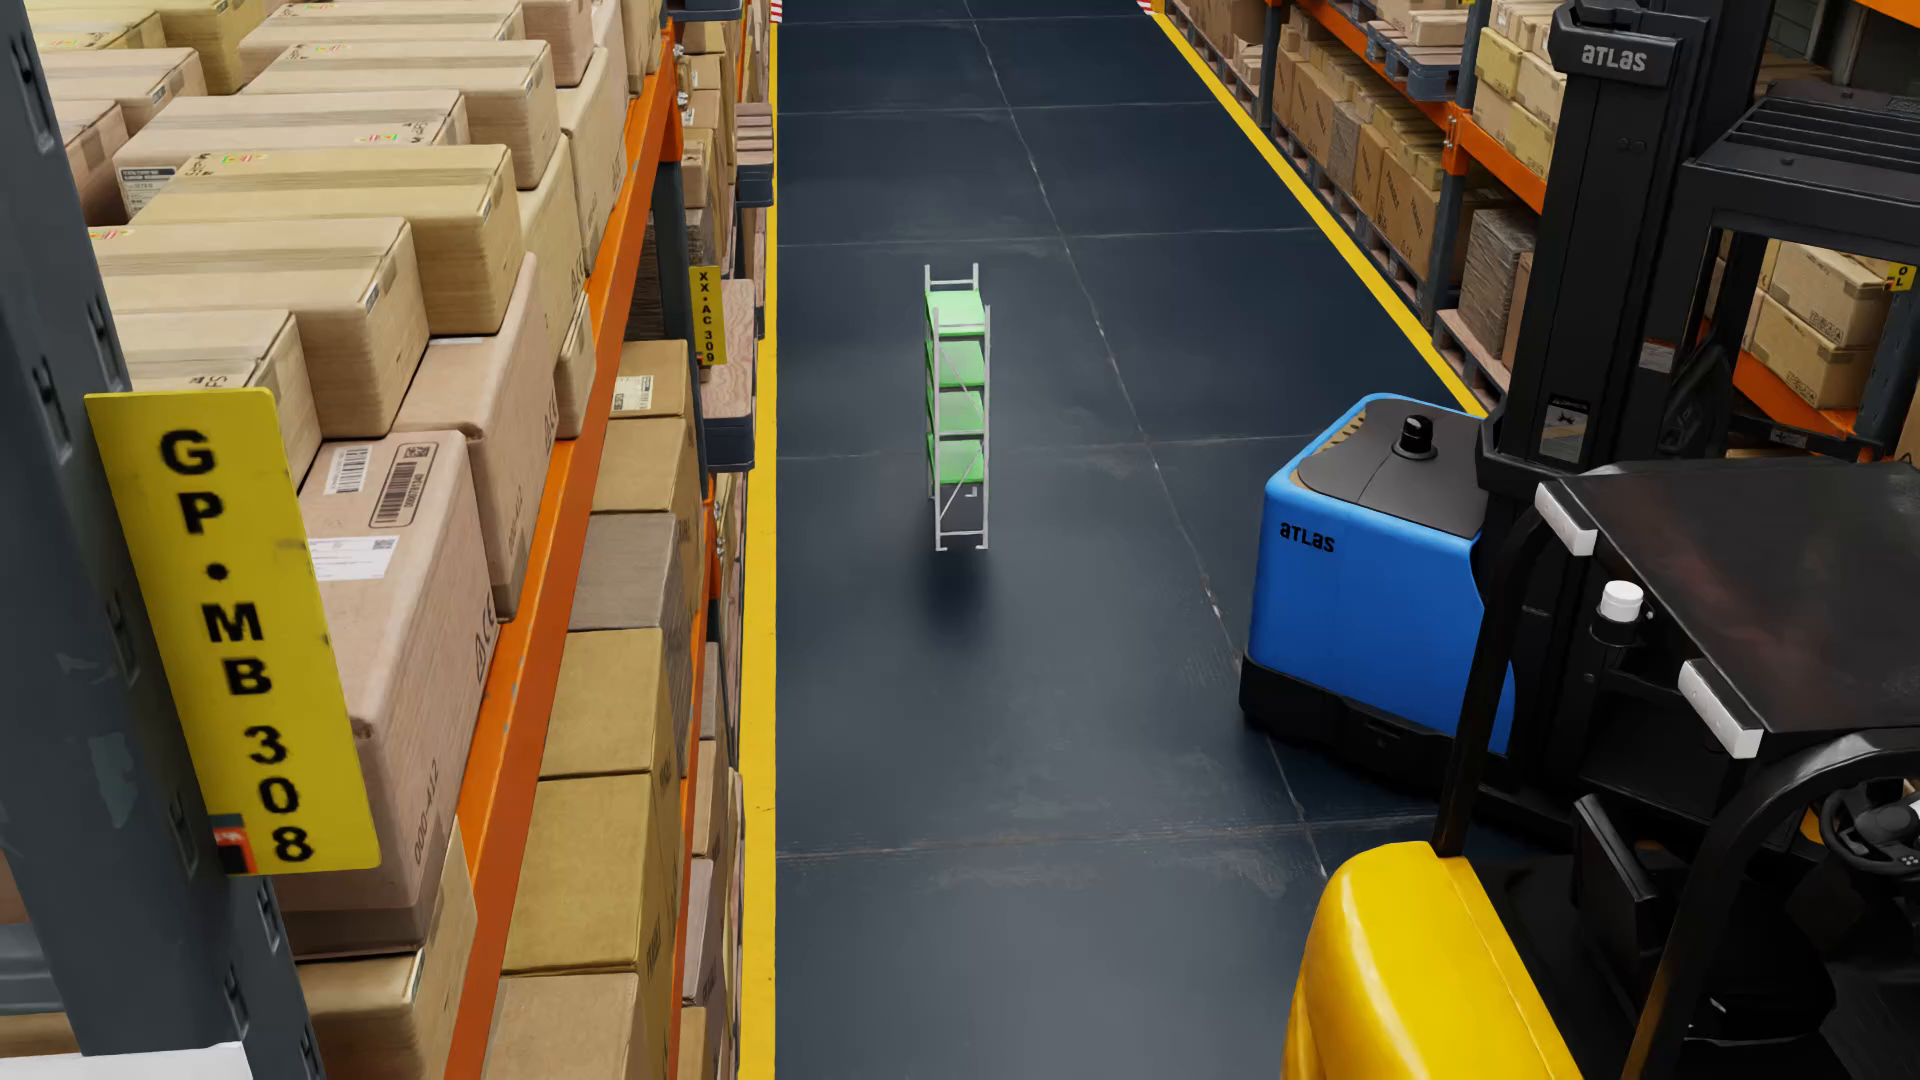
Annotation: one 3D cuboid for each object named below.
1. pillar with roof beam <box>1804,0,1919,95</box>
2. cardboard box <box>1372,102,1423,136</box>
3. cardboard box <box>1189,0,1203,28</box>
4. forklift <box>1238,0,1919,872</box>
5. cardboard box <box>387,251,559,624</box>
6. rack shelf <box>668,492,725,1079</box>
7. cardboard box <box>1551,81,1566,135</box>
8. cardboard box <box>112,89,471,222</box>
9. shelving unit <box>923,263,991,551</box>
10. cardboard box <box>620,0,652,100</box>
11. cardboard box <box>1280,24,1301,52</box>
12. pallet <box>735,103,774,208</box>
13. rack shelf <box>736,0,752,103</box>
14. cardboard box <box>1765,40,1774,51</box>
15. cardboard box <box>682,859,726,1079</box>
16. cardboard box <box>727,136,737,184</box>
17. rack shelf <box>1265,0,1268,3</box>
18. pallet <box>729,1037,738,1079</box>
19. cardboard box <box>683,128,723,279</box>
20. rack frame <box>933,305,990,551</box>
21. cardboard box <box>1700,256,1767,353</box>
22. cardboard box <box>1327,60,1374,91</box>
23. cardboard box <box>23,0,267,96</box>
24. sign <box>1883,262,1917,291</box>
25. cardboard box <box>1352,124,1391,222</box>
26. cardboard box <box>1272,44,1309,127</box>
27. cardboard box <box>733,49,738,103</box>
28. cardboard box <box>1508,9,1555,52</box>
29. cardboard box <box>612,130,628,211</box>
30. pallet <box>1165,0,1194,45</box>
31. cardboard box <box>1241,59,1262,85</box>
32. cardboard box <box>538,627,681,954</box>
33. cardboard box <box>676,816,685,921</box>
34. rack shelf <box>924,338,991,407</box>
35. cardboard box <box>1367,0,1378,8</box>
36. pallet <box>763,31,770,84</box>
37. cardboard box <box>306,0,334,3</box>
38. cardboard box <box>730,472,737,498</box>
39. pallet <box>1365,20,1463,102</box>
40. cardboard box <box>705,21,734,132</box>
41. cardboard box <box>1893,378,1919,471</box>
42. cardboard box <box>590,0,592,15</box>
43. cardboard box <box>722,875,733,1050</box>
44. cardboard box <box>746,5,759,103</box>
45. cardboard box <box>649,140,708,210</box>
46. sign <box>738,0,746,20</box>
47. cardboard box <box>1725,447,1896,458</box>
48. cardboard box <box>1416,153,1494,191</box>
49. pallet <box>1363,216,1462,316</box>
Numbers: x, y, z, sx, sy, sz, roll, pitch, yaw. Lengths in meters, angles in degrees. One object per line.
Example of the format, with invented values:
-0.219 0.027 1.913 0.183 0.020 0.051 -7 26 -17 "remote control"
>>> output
-0.020 -4.318 6.204 9.100 9.000 0.400 -3 31 -5 "pillar with roof beam"
2.908 -2.736 10.801 0.380 0.149 0.250 -3 31 -5 "cardboard box"
2.503 -5.008 15.237 0.700 0.500 0.500 -2 31 -3 "cardboard box"
2.589 -0.309 5.409 3.031 2.935 1.130 20 36 30 "forklift"
-0.766 -0.125 1.966 0.500 0.250 0.500 -3 31 -5 "cardboard box"
-1.134 1.040 3.784 1.077 0.370 4.000 -3 31 -5 "rack shelf"
3.122 -1.960 7.764 0.500 0.250 0.500 -4 31 -6 "cardboard box"
-0.846 -0.473 2.159 0.380 0.149 0.250 -3 31 -5 "cardboard box"
-0.015 -0.600 7.584 0.258 1.200 0.503 -3 31 -5 "shelving unit"
-0.964 -1.170 3.715 0.500 0.250 0.500 -3 31 -5 "cardboard box"
2.642 -3.803 12.588 0.380 0.149 0.250 -1 31 -2 "cardboard box"
-1.522 -1.891 8.177 1.213 0.211 1.003 -3 31 -5 "pallet"
-1.882 -3.044 10.623 1.077 0.370 4.000 -3 31 -5 "rack shelf"
3.670 -2.351 8.031 0.380 0.149 0.250 -3 31 -6 "cardboard box"
-0.900 1.198 4.360 0.500 0.500 0.500 -1 31 -2 "cardboard box"
-1.209 -1.719 7.539 0.380 0.149 0.250 -2 31 -4 "cardboard box"
2.686 -5.326 14.443 1.077 0.370 4.000 -3 31 -5 "rack shelf"
-1.106 1.873 4.408 1.003 0.211 1.213 -3 31 -5 "pallet"
-1.127 -1.149 5.952 0.500 0.500 0.500 -3 31 -4 "cardboard box"
0.007 -0.475 7.375 0.240 1.200 0.015 -3 31 -5 "rack frame"
3.261 -0.966 6.588 0.500 0.250 0.500 -3 31 -5 "cardboard box"
2.805 -3.266 11.689 0.380 0.149 0.250 -3 31 -5 "cardboard box"
-1.389 -0.846 2.783 0.380 0.149 0.250 -2 31 -4 "cardboard box"
3.081 -0.961 5.382 0.100 0.325 0.005 -3 31 -5 "sign"
2.906 -2.407 10.883 0.500 0.500 0.500 -1 31 -2 "cardboard box"
2.694 -3.463 12.651 0.500 0.500 0.500 -1 31 -2 "cardboard box"
-1.490 -2.529 9.205 0.500 0.250 0.500 -3 31 -5 "cardboard box"
3.010 -2.580 8.414 0.380 0.149 0.250 -2 31 -4 "cardboard box"
-0.906 -0.797 3.479 0.380 0.149 0.250 -2 31 -3 "cardboard box"
2.582 -5.013 15.937 1.003 0.211 1.213 -3 31 -5 "pallet"
2.529 -3.840 13.625 0.380 0.149 0.250 -4 31 -6 "cardboard box"
-0.871 0.543 3.528 0.500 0.500 0.500 -3 31 -6 "cardboard box"
-0.835 0.748 3.817 0.380 0.149 0.250 -2 31 -4 "cardboard box"
-0.015 -0.751 7.494 0.258 0.148 0.480 -3 31 -5 "rack shelf"
2.910 -3.621 10.376 0.797 0.503 0.637 -3 31 -6 "cardboard box"
-2.179 -4.193 14.564 1.003 0.211 1.213 -3 31 -5 "pallet"
-1.461 -0.884 3.235 0.500 0.250 0.500 -2 31 -4 "cardboard box"
-1.510 -0.331 7.532 0.950 0.372 0.625 -2 31 -3 "cardboard box"
3.114 -2.832 9.753 1.213 0.211 1.003 -3 31 -5 "pallet"
-1.316 -2.200 7.712 0.500 0.500 0.500 -3 31 -5 "cardboard box"
3.402 -0.333 5.285 0.500 0.500 0.500 -4 31 -6 "cardboard box"
-0.886 -1.001 3.043 0.380 0.149 0.250 -2 31 -4 "cardboard box"
-0.938 1.271 4.969 0.500 0.250 0.500 -4 31 -6 "cardboard box"
-1.931 -3.329 12.061 0.875 0.875 0.875 -2 31 -3 "cardboard box"
-1.013 -1.176 5.364 0.380 0.149 0.250 -3 31 -5 "cardboard box"
-1.155 -2.826 8.504 0.100 0.325 0.005 -3 31 -5 "sign"
3.561 0.044 6.657 0.875 0.625 0.625 -1 31 -2 "cardboard box"
2.949 -2.197 9.899 0.380 0.149 0.250 -4 31 -7 "cardboard box"
3.215 -1.757 10.486 1.003 0.211 1.213 -3 31 -5 "pallet"
